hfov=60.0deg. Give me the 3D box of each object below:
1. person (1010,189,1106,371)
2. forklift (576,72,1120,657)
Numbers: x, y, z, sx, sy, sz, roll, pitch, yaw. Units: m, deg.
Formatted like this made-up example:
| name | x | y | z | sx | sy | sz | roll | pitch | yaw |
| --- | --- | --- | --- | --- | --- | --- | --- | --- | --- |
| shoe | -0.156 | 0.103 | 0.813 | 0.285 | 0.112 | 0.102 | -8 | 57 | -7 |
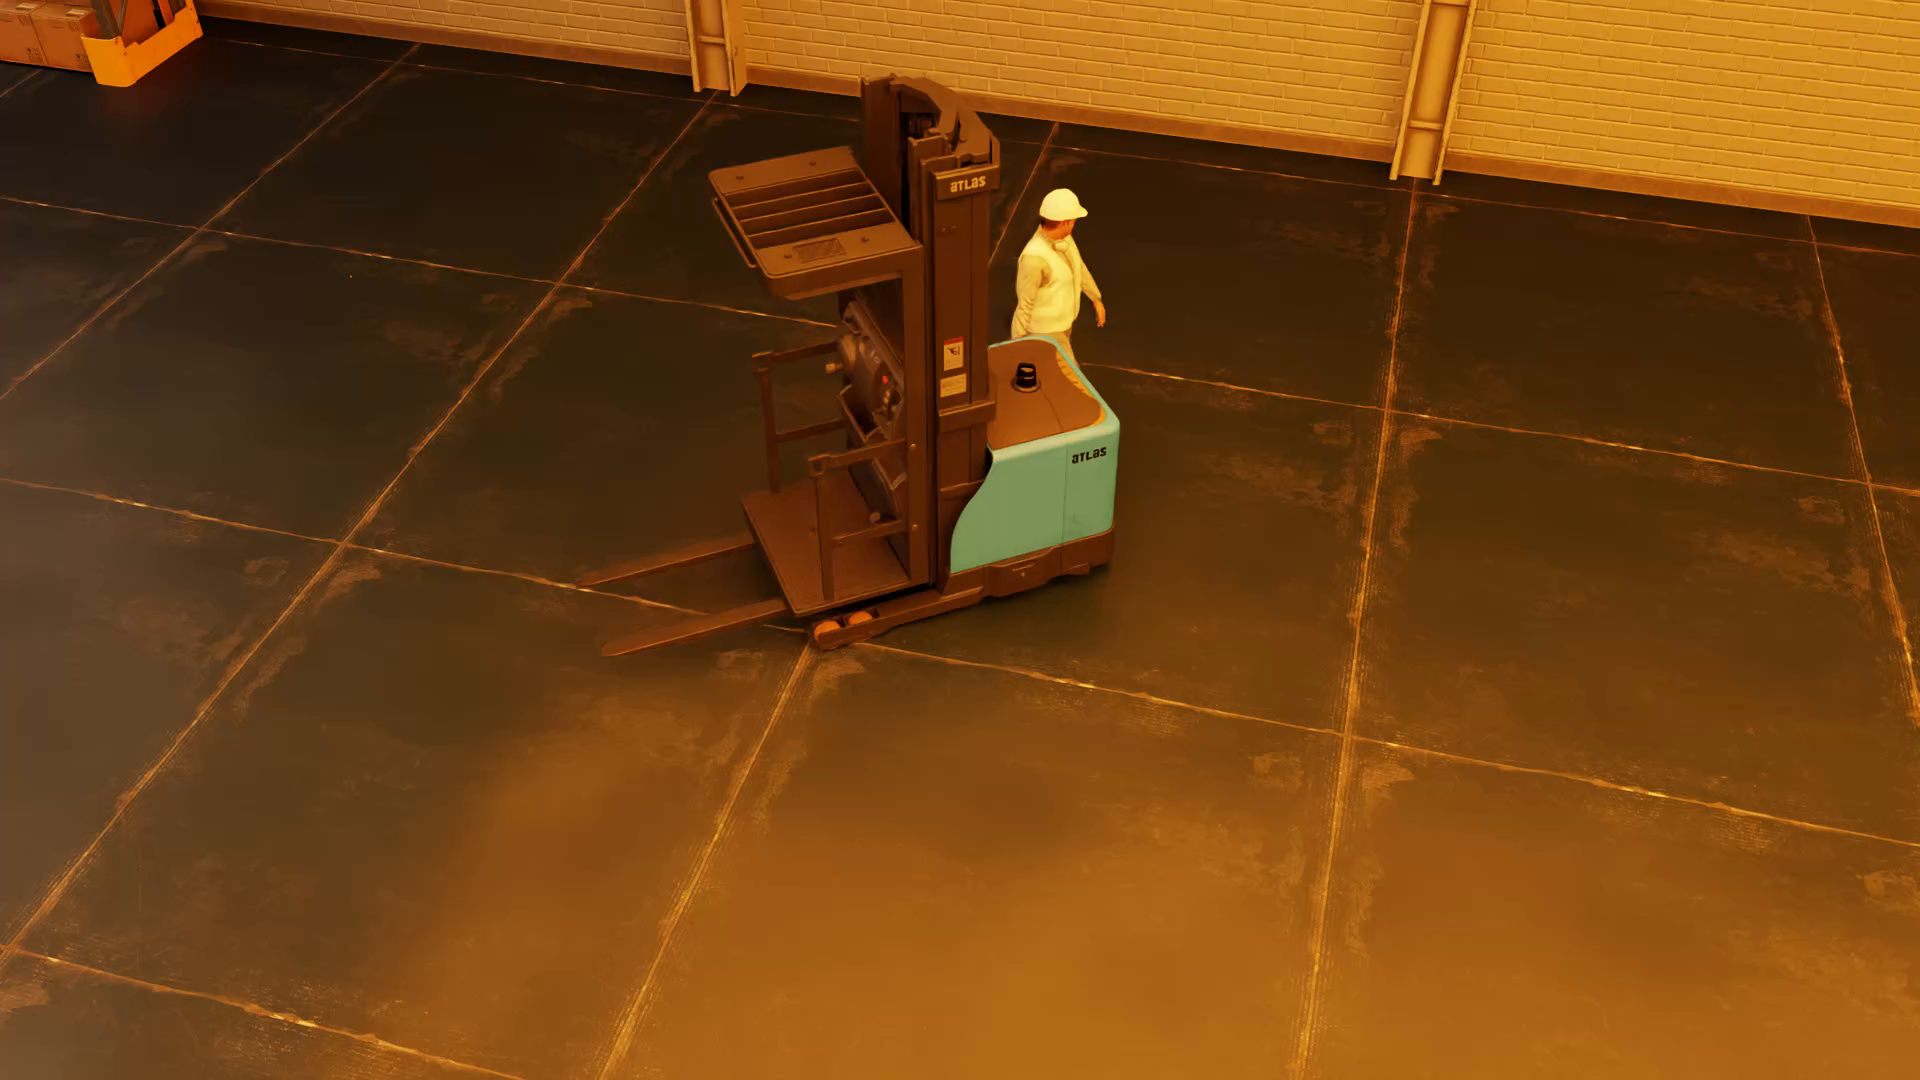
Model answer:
| name | x | y | z | sx | sy | sz | roll | pitch | yaw |
| --- | --- | --- | --- | --- | --- | --- | --- | --- | --- |
| person | 0.580 | -1.357 | 10.348 | 0.762 | 1.717 | 0.703 | 16 | 44 | 17 |
| forklift | -0.663 | -0.879 | 8.864 | 3.031 | 2.935 | 1.130 | -15 | 43 | -16 |
